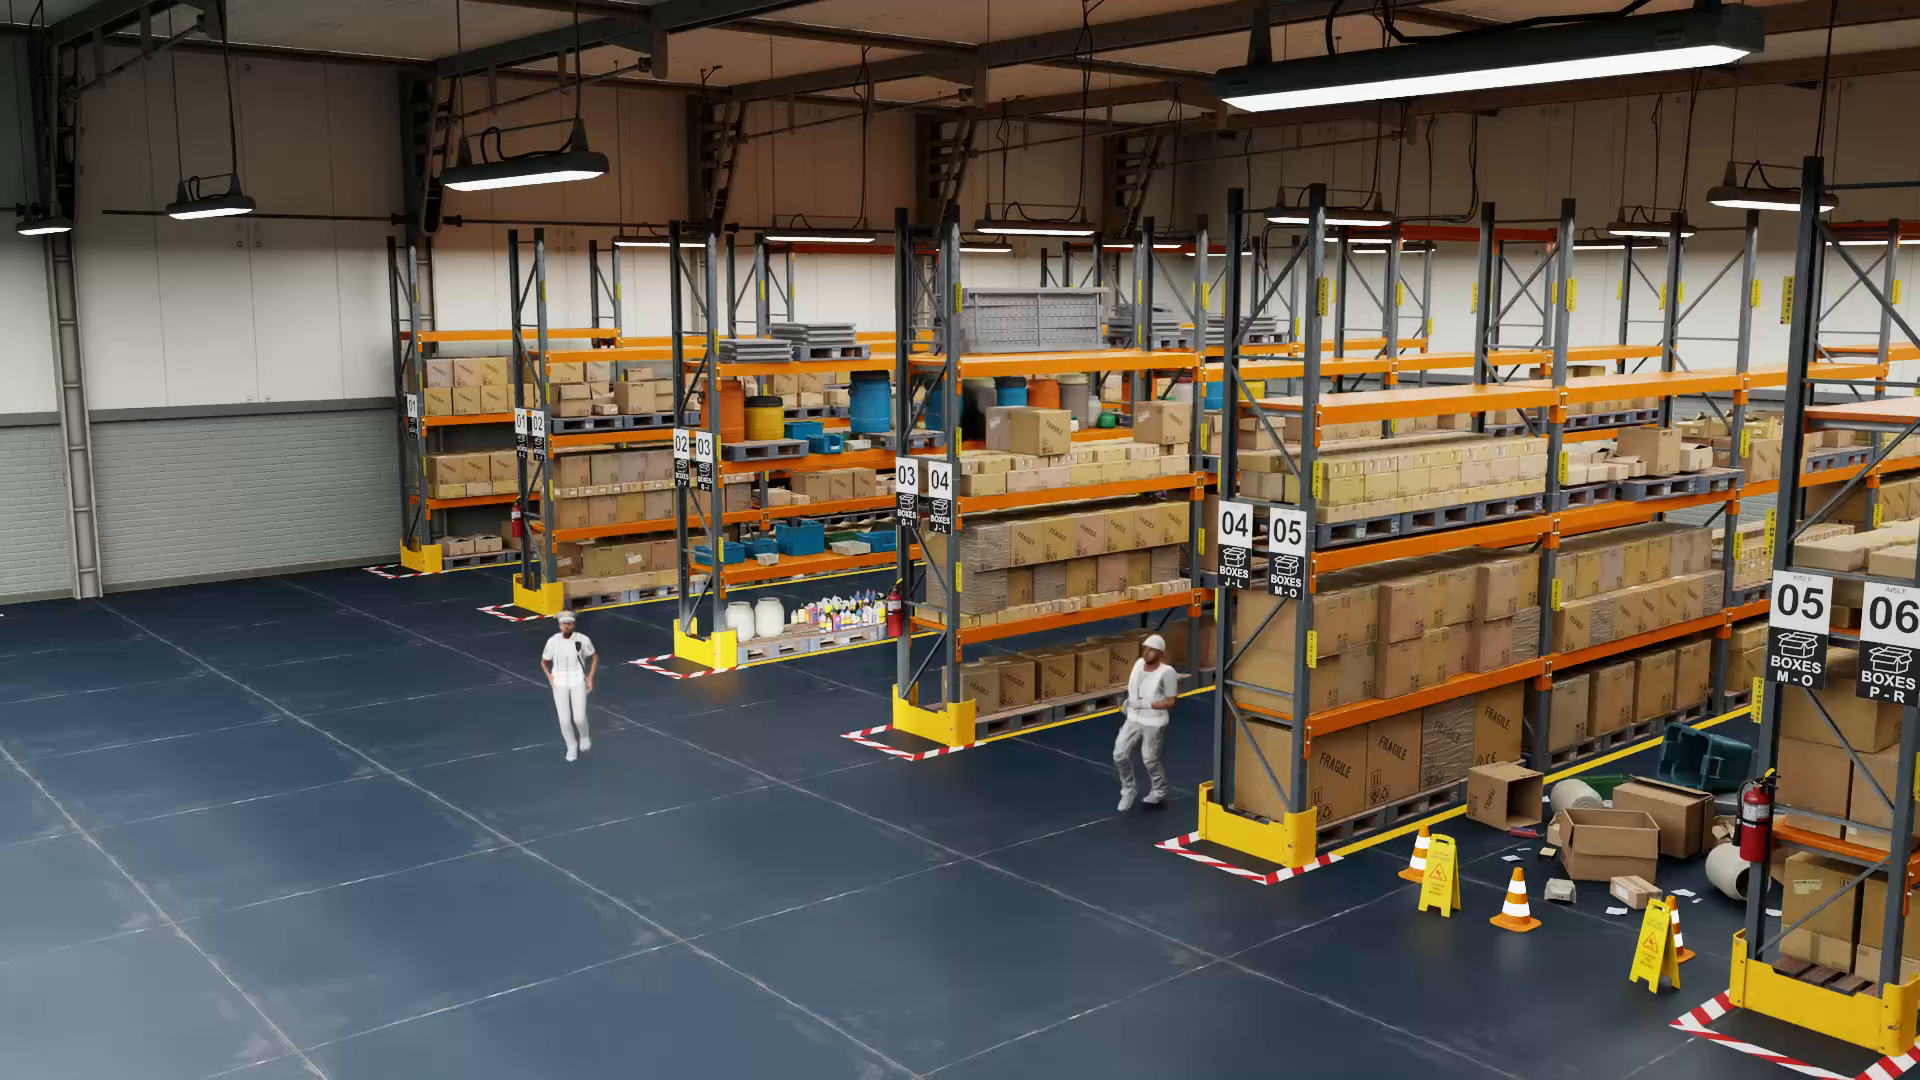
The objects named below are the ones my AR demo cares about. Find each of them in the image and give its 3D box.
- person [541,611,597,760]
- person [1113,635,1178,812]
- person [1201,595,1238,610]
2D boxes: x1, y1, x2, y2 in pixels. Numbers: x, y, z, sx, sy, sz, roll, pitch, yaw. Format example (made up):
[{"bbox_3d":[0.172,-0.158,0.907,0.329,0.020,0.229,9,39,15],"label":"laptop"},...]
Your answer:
[{"bbox_3d":[-4.260,1.582,18.106,0.595,1.657,0.526,-1,9,-6],"label":"person"},{"bbox_3d":[1.841,1.811,16.344,0.666,1.801,0.654,9,12,44],"label":"person"},{"bbox_3d":[3.956,0.430,25.116,0.949,1.631,0.667,-8,12,-43],"label":"person"}]
